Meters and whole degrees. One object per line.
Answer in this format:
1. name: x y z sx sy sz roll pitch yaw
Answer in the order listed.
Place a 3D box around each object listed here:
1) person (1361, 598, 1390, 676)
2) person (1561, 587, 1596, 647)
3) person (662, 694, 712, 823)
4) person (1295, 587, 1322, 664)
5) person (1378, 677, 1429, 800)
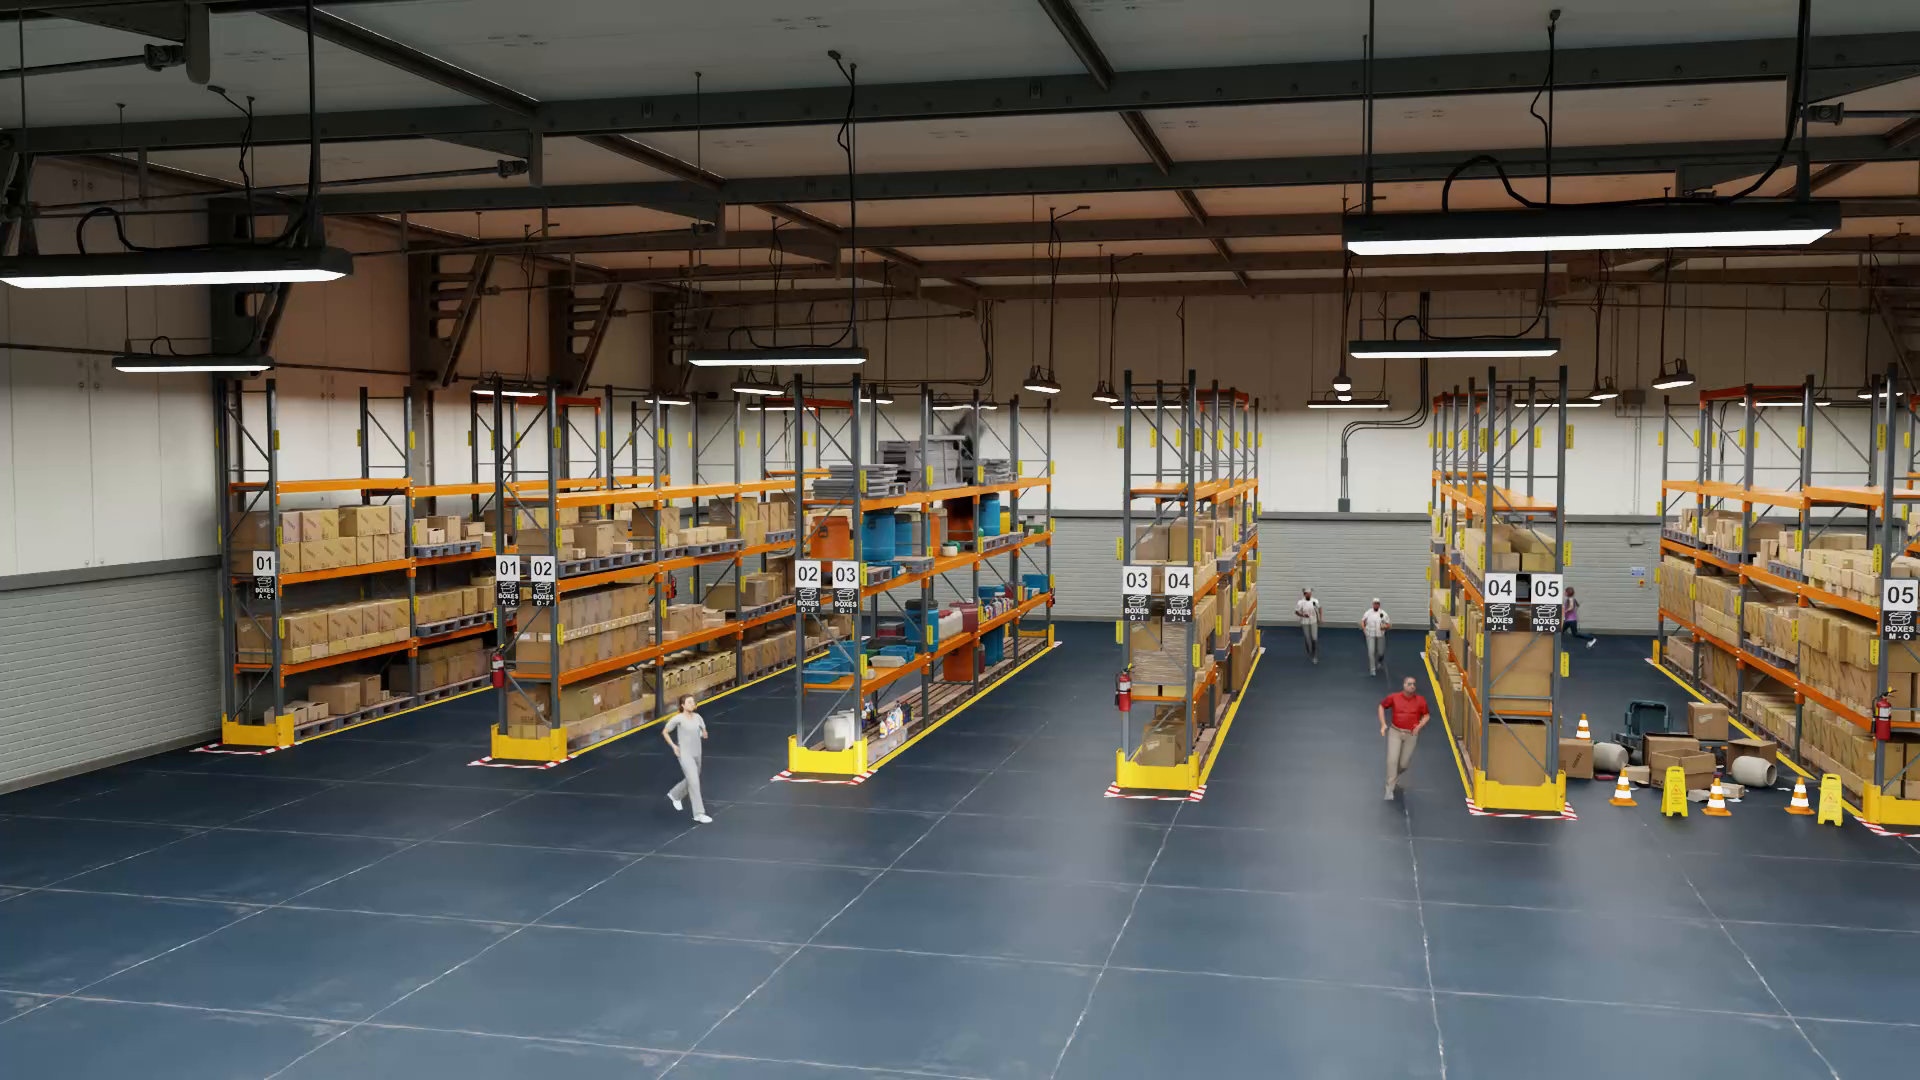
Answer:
1. person: 8.881 2.055 35.562 0.617 1.627 0.758 1 4 13
2. person: 14.311 1.896 38.824 1.027 1.604 0.499 1 3 10
3. person: -3.574 2.844 21.871 0.960 1.633 0.570 3 5 41
4. person: 7.859 1.924 37.520 0.607 1.759 0.634 0 3 8
5. person: 6.257 2.772 23.445 0.702 1.705 0.788 1 3 9
